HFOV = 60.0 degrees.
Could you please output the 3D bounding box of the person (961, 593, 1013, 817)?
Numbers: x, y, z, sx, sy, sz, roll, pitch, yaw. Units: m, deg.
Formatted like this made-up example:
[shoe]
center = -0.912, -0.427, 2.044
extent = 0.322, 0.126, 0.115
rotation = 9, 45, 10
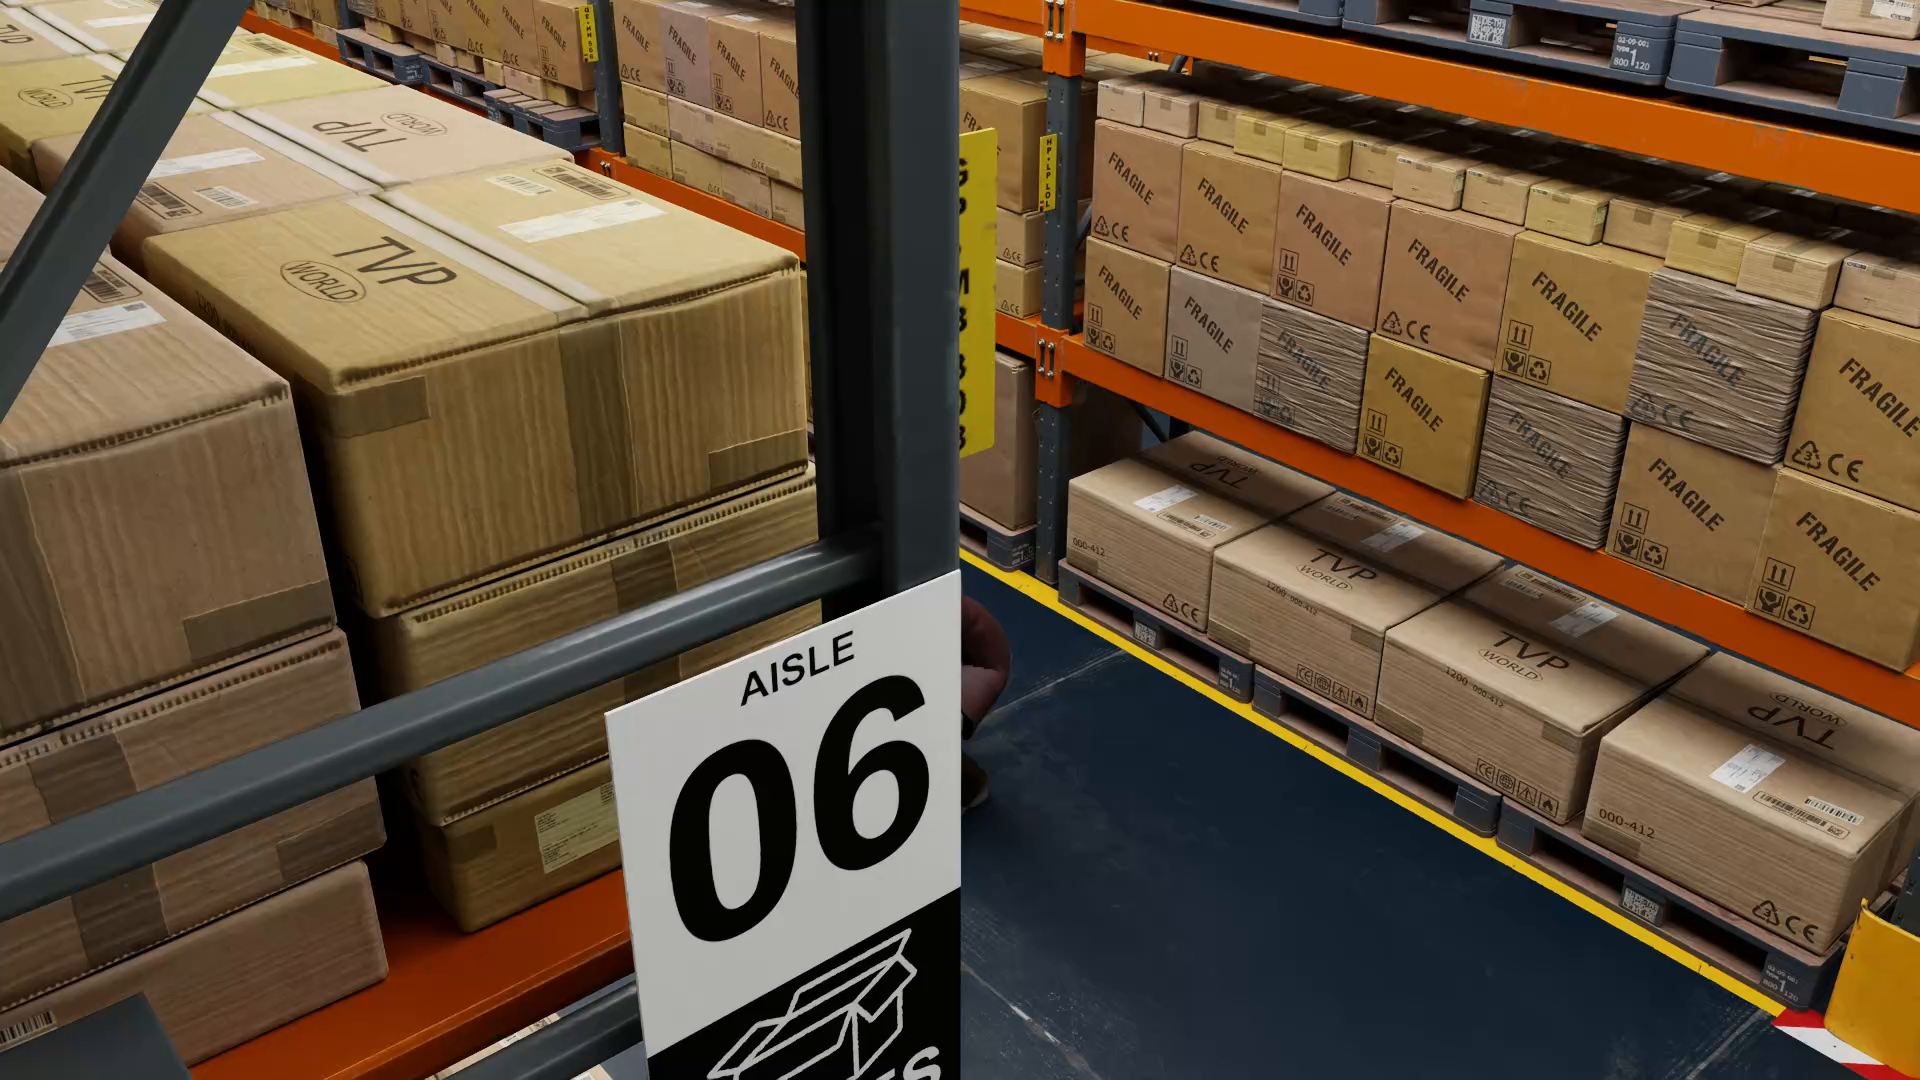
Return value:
[person]
center = -0.163, 0.553, 6.269
extent = 0.850, 1.144, 0.620
rotation = -22, 35, -35
